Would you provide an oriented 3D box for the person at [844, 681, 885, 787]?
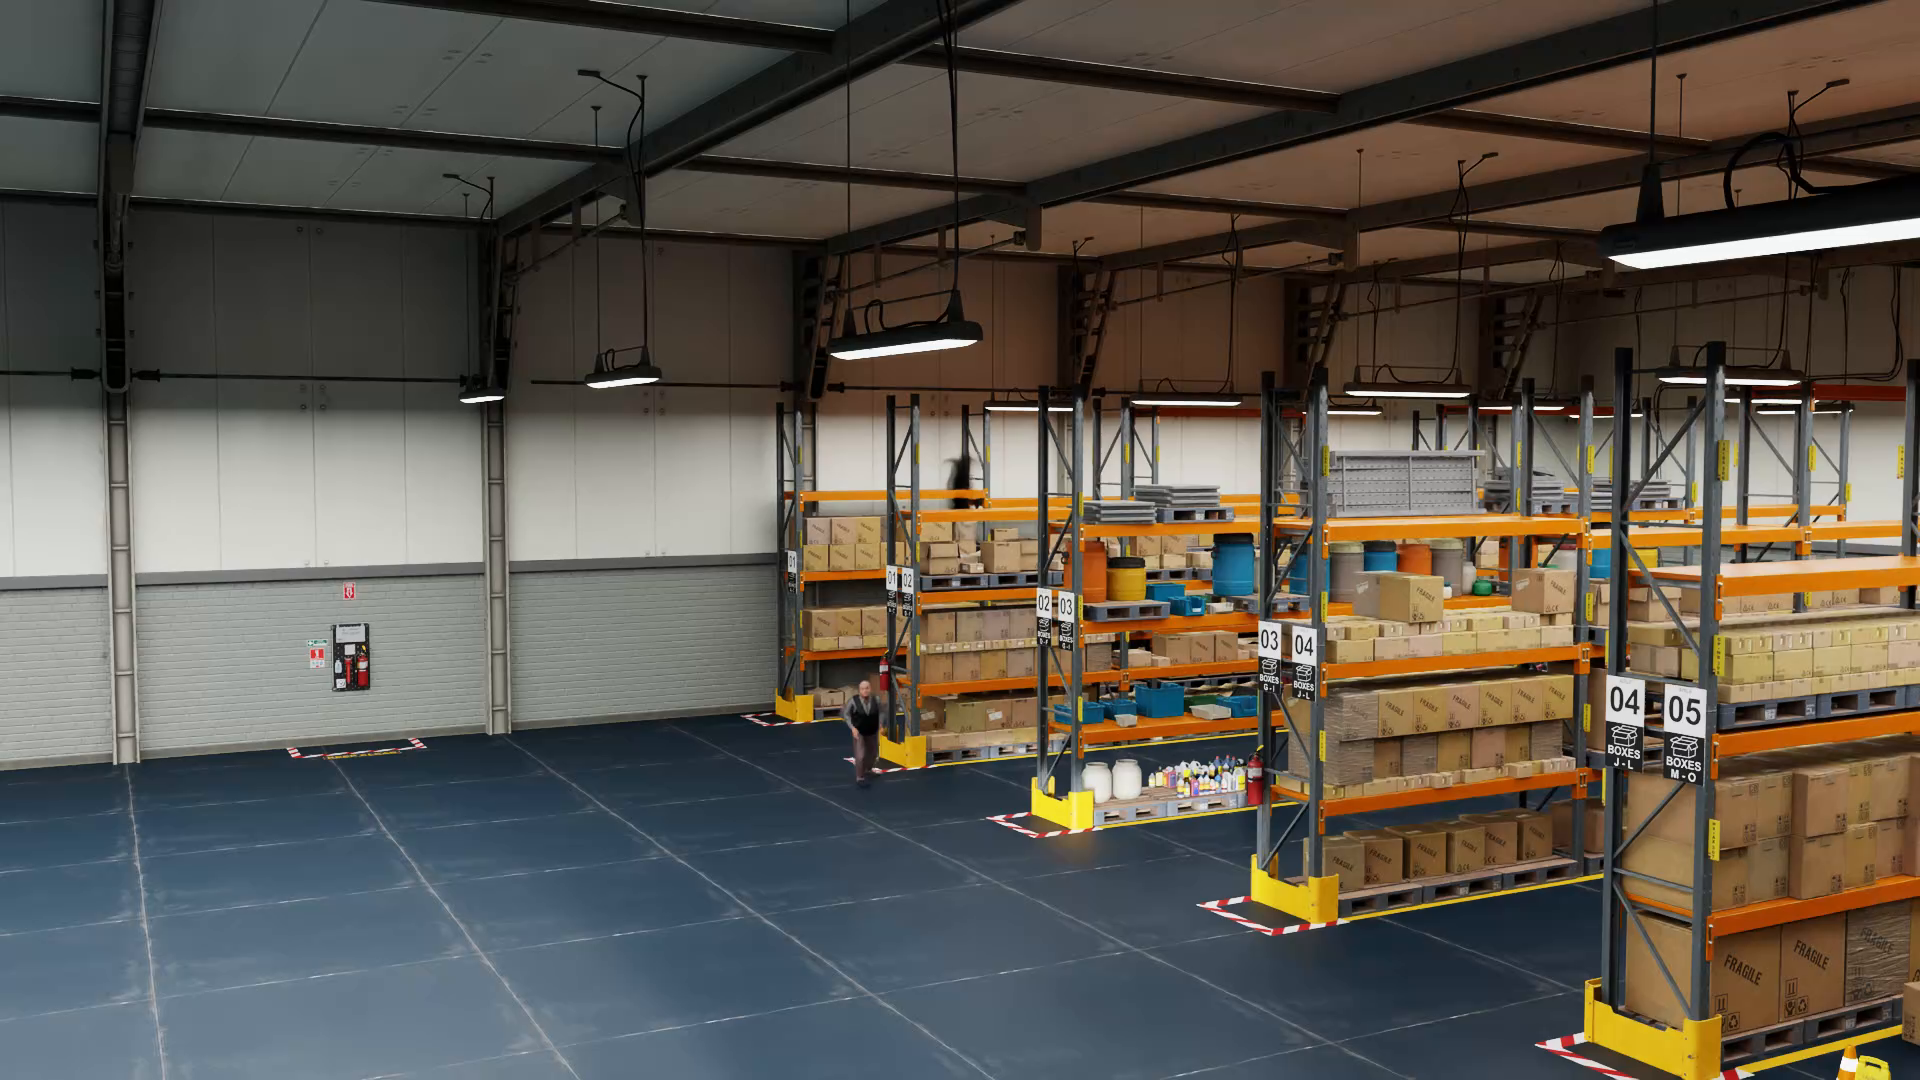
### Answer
[{"bbox_3d":[-1.458,2.919,25.295,0.677,1.636,0.847,-1,3,-21],"label":"person"}]
